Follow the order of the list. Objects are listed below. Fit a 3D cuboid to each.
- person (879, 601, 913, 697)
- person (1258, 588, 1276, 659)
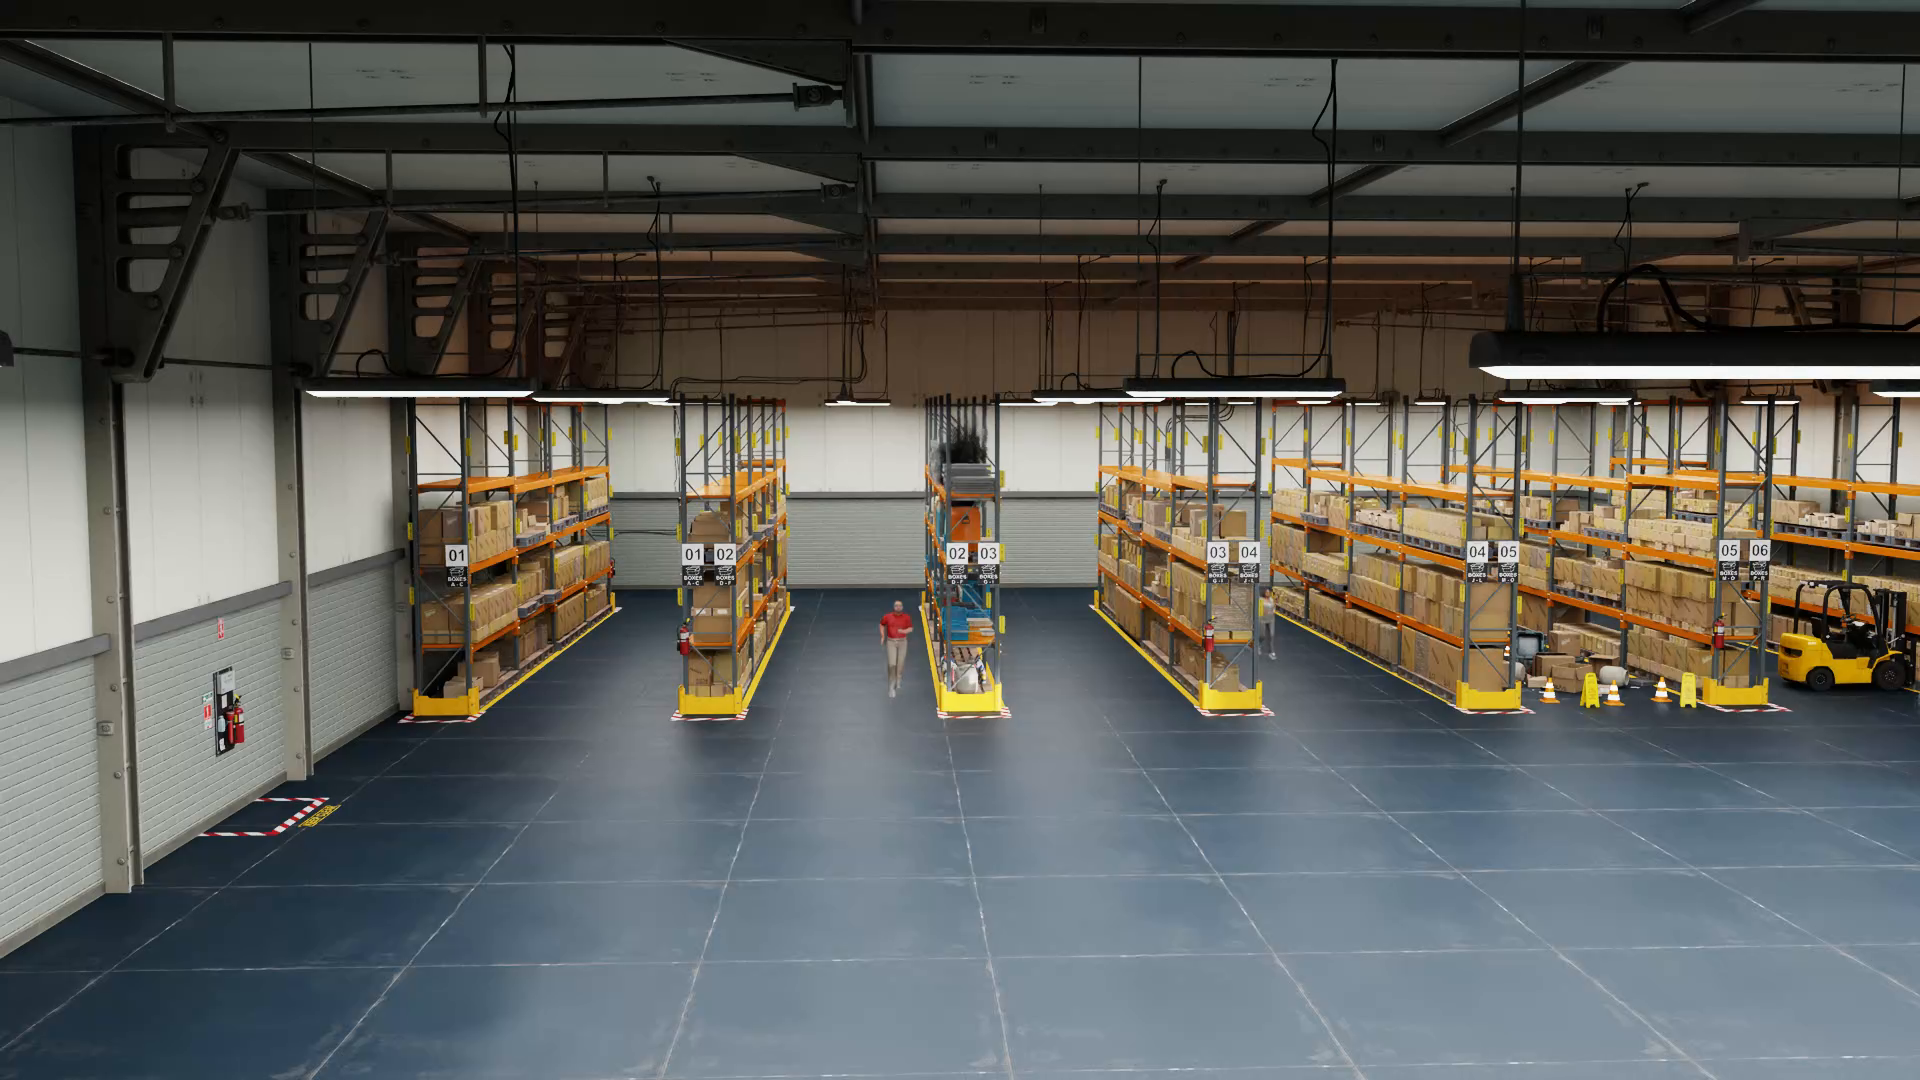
[{"bbox_3d":[-1.211,2.085,32.003,0.629,1.830,0.651,-1,5,-9],"label":"person"},{"bbox_3d":[7.019,1.887,38.068,0.545,1.580,0.873,-1,5,-15],"label":"person"}]
